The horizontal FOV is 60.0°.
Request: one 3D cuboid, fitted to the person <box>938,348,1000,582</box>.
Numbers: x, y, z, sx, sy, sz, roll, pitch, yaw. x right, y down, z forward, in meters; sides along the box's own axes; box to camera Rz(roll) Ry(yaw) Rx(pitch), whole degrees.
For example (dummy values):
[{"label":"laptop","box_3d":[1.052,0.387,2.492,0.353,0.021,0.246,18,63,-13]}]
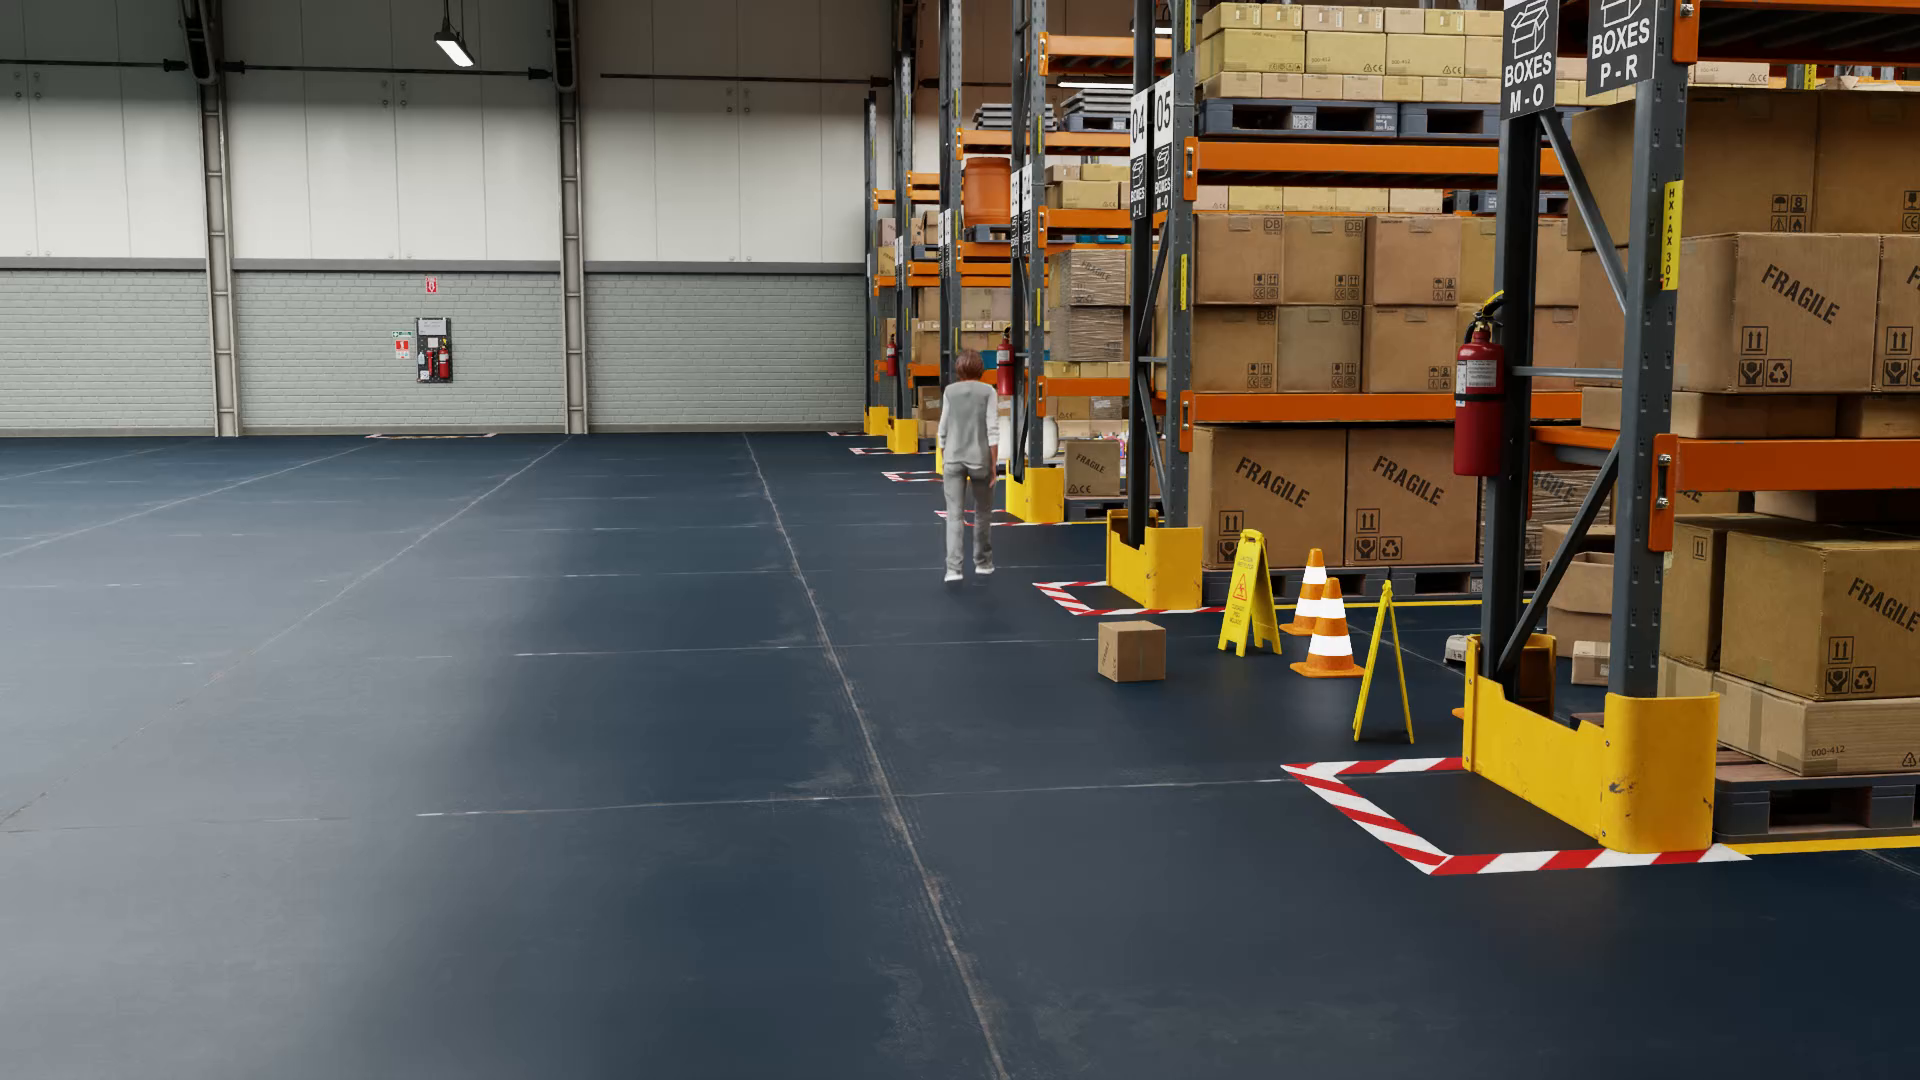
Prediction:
[{"label":"person","box_3d":[0.060,-0.506,11.159,0.437,1.527,0.914,1,7,6]}]
